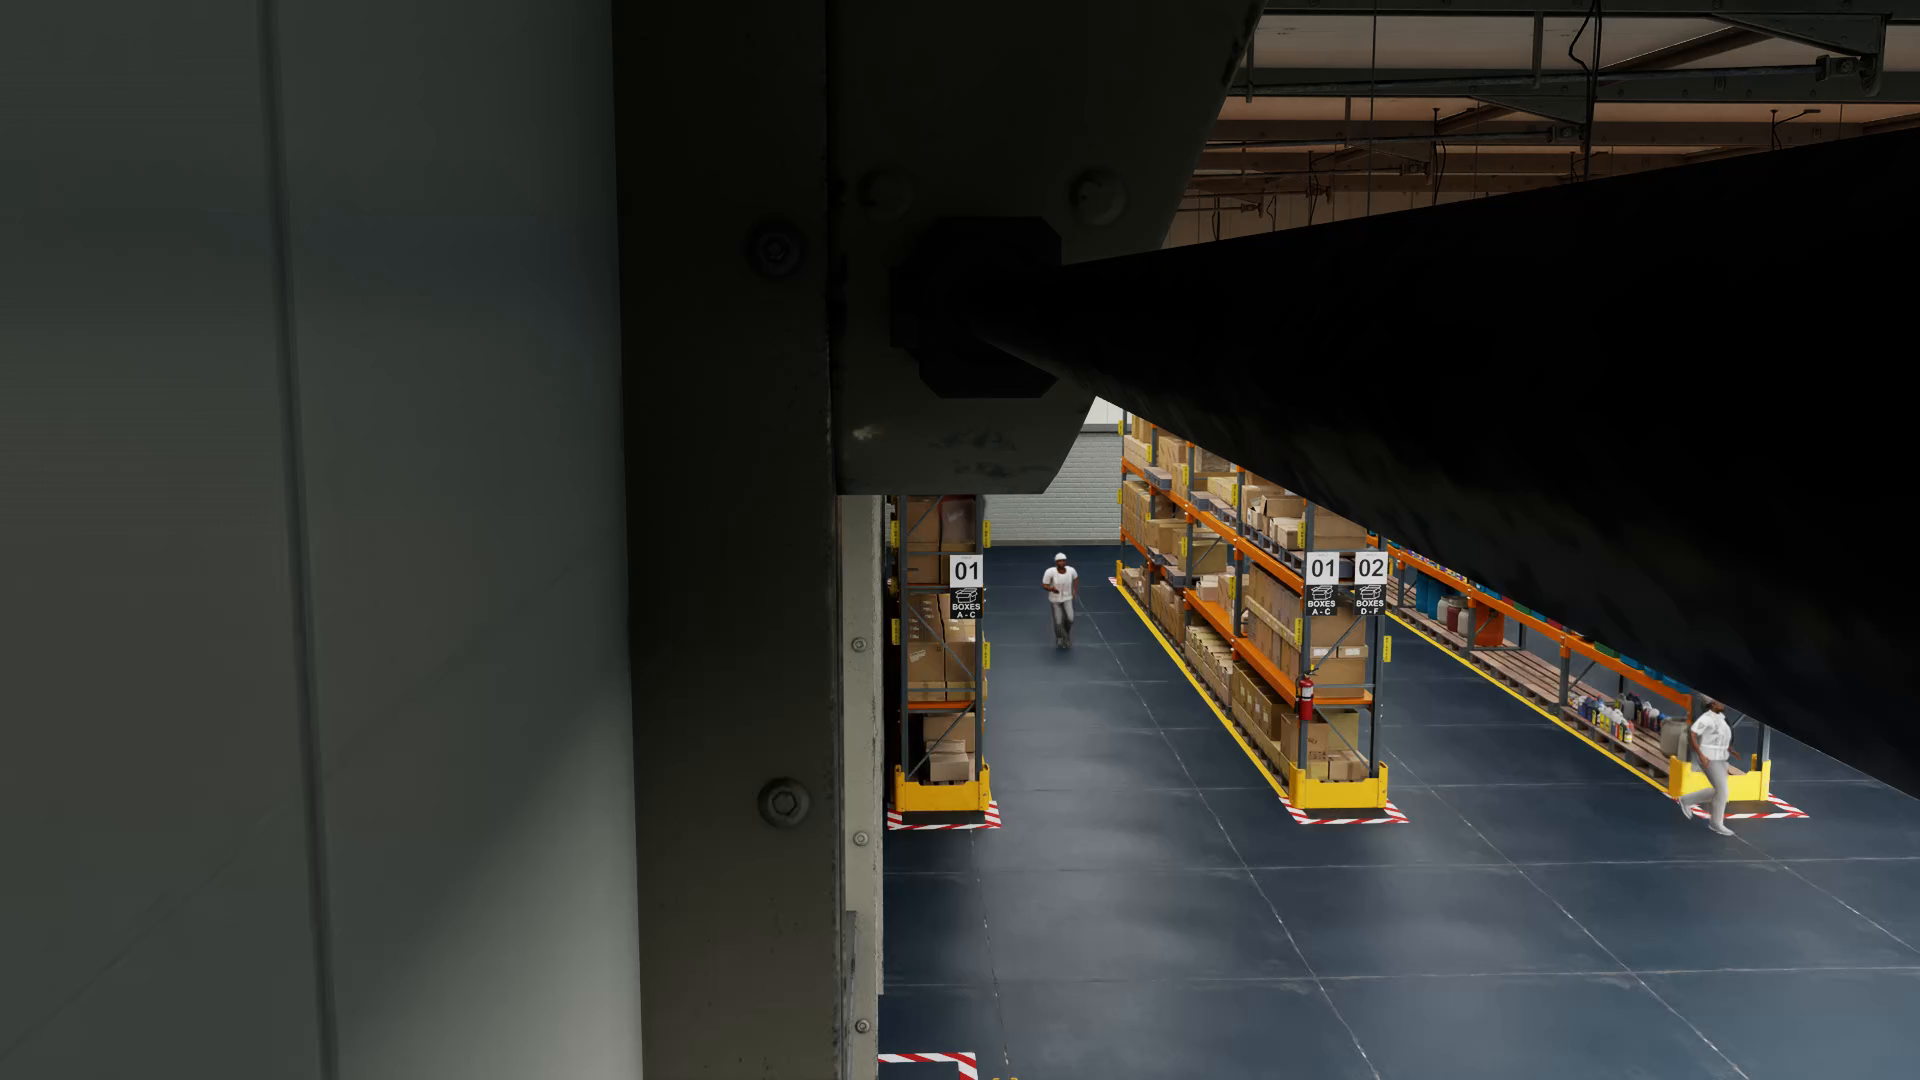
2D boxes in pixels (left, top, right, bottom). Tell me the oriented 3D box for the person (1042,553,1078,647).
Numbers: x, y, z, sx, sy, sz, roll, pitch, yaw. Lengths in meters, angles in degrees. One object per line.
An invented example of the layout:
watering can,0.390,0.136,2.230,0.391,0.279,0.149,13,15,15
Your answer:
person,1.812,1.077,29.787,0.689,1.718,0.687,-1,8,-7

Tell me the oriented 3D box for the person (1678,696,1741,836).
person,8.971,2.618,19.819,0.625,1.670,0.694,-8,11,-42
